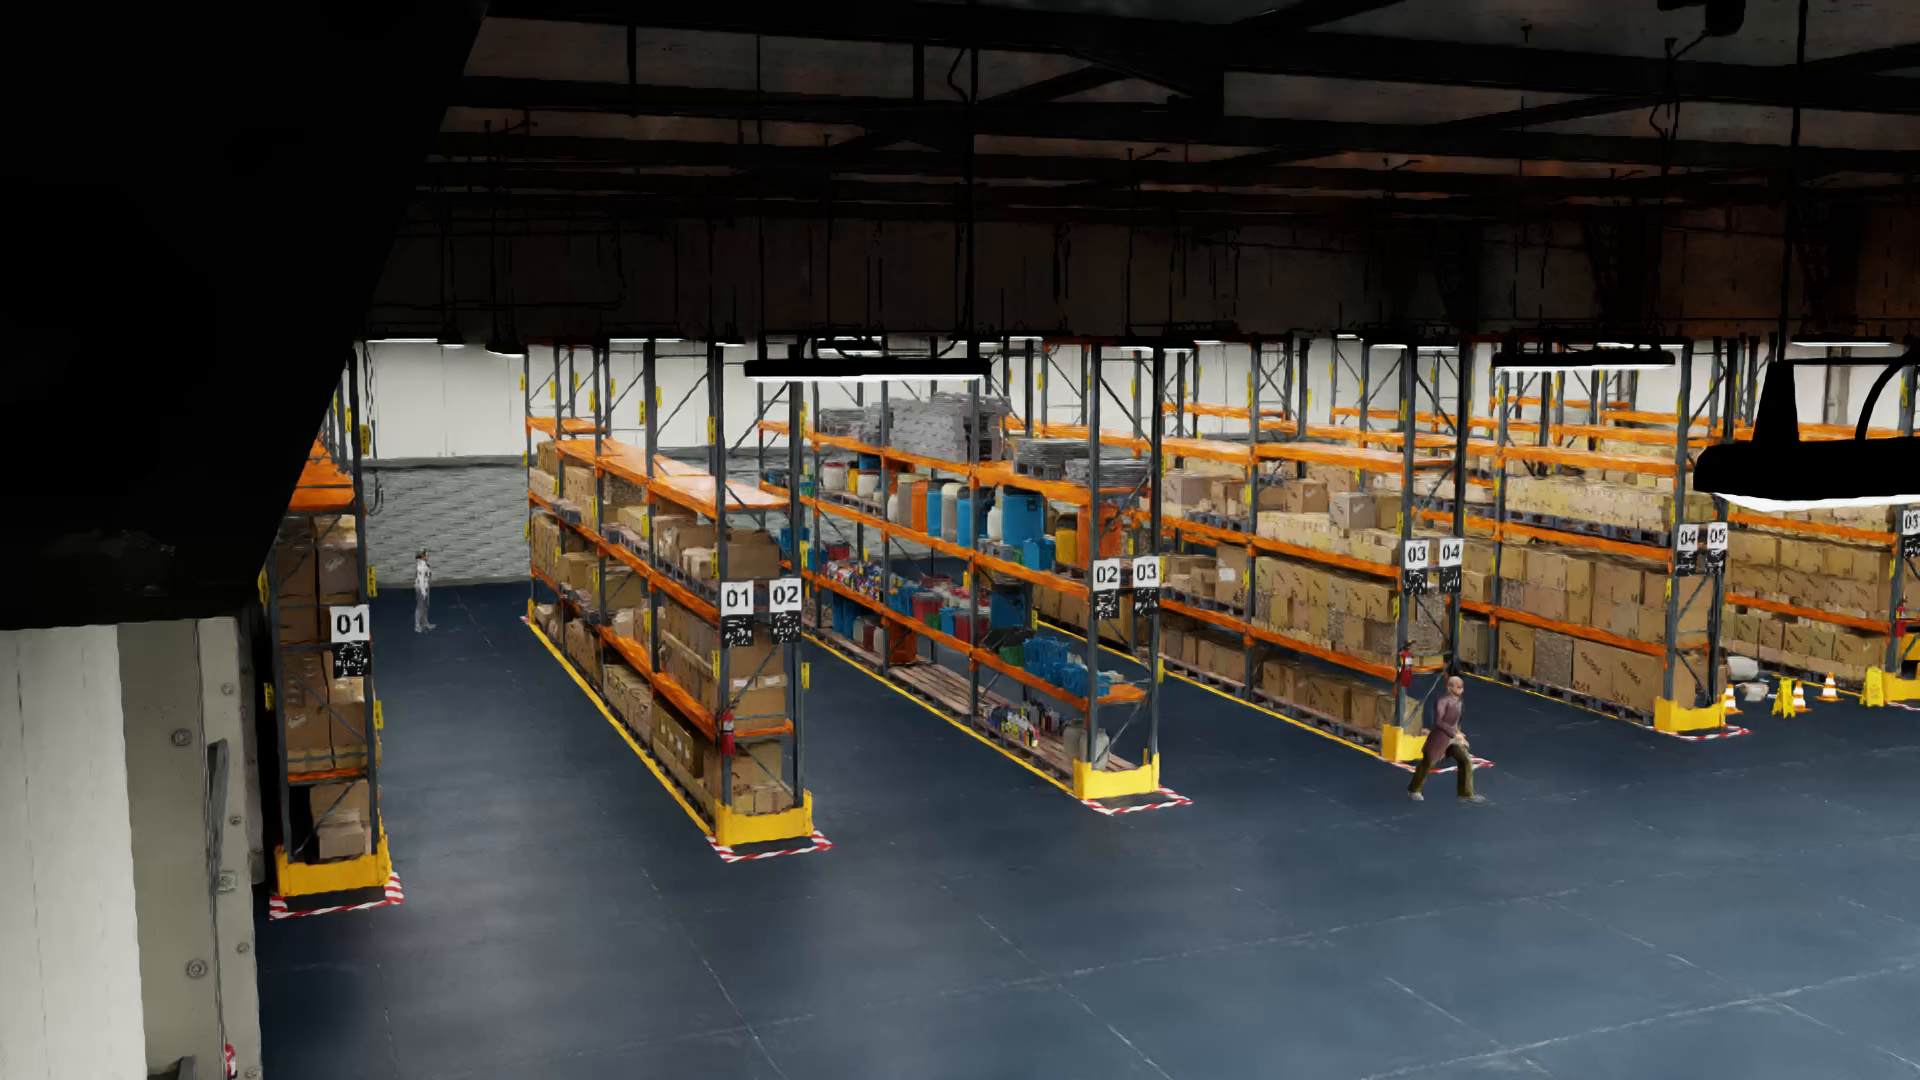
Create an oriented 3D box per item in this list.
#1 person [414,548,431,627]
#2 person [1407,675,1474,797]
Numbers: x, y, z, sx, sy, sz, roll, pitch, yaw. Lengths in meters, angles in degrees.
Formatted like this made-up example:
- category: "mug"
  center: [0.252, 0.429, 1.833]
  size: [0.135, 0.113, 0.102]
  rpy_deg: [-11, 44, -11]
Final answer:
- category: "person"
  center: [-10.945, 0.955, 33.855]
  size: [0.346, 1.606, 0.549]
  rpy_deg: [-1, 8, -8]
- category: "person"
  center: [6.329, 2.553, 21.728]
  size: [0.703, 1.635, 0.887]
  rpy_deg: [-6, 10, -38]
